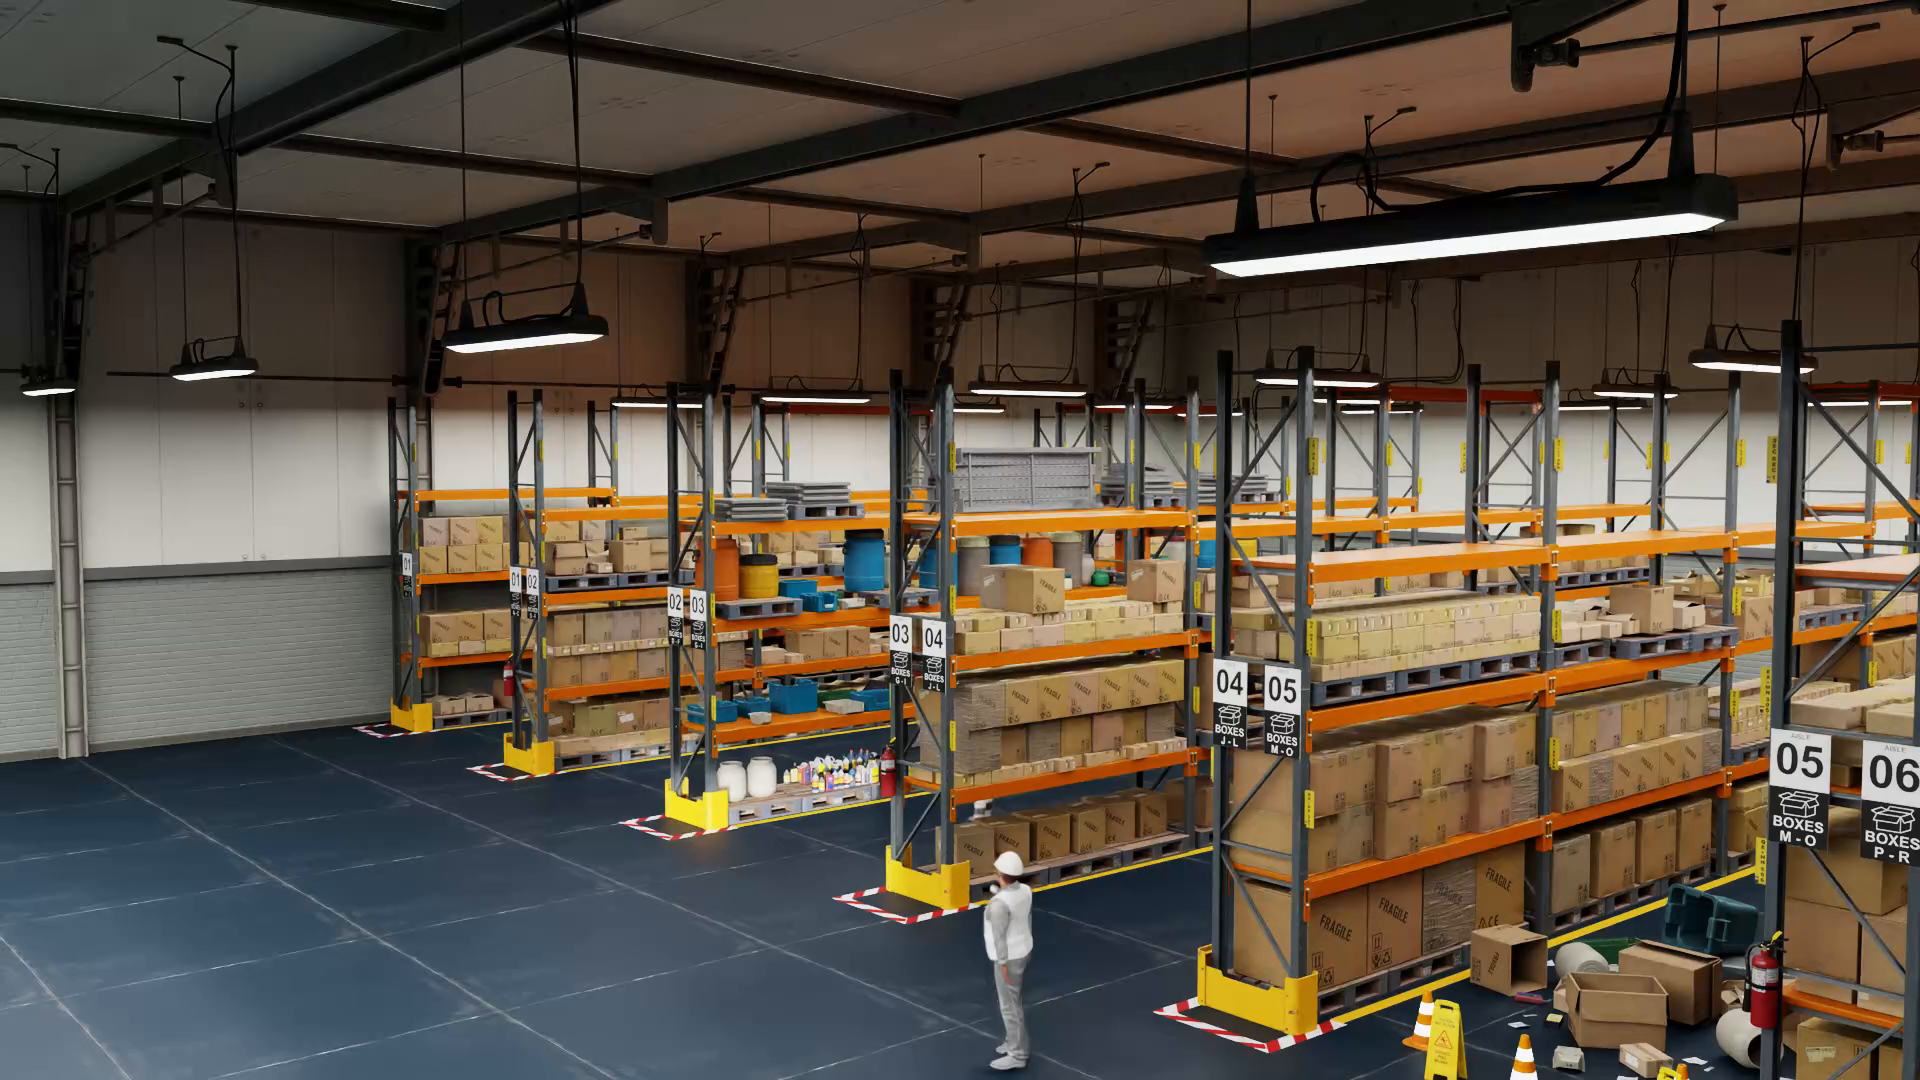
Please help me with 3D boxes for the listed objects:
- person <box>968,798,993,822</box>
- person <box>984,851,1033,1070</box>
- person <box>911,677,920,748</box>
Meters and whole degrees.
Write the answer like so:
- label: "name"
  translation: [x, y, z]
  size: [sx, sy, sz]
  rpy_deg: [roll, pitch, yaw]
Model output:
- label: "person"
  translation: [0.267, 2.954, 22.489]
  size: [0.398, 1.785, 0.620]
  rpy_deg: [1, 4, 19]
- label: "person"
  translation: [0.423, 3.469, 13.855]
  size: [0.392, 1.811, 0.682]
  rpy_deg: [1, 4, 19]
- label: "person"
  translation: [-0.582, 2.681, 28.371]
  size: [0.403, 1.673, 0.563]
  rpy_deg: [2, 4, 28]
